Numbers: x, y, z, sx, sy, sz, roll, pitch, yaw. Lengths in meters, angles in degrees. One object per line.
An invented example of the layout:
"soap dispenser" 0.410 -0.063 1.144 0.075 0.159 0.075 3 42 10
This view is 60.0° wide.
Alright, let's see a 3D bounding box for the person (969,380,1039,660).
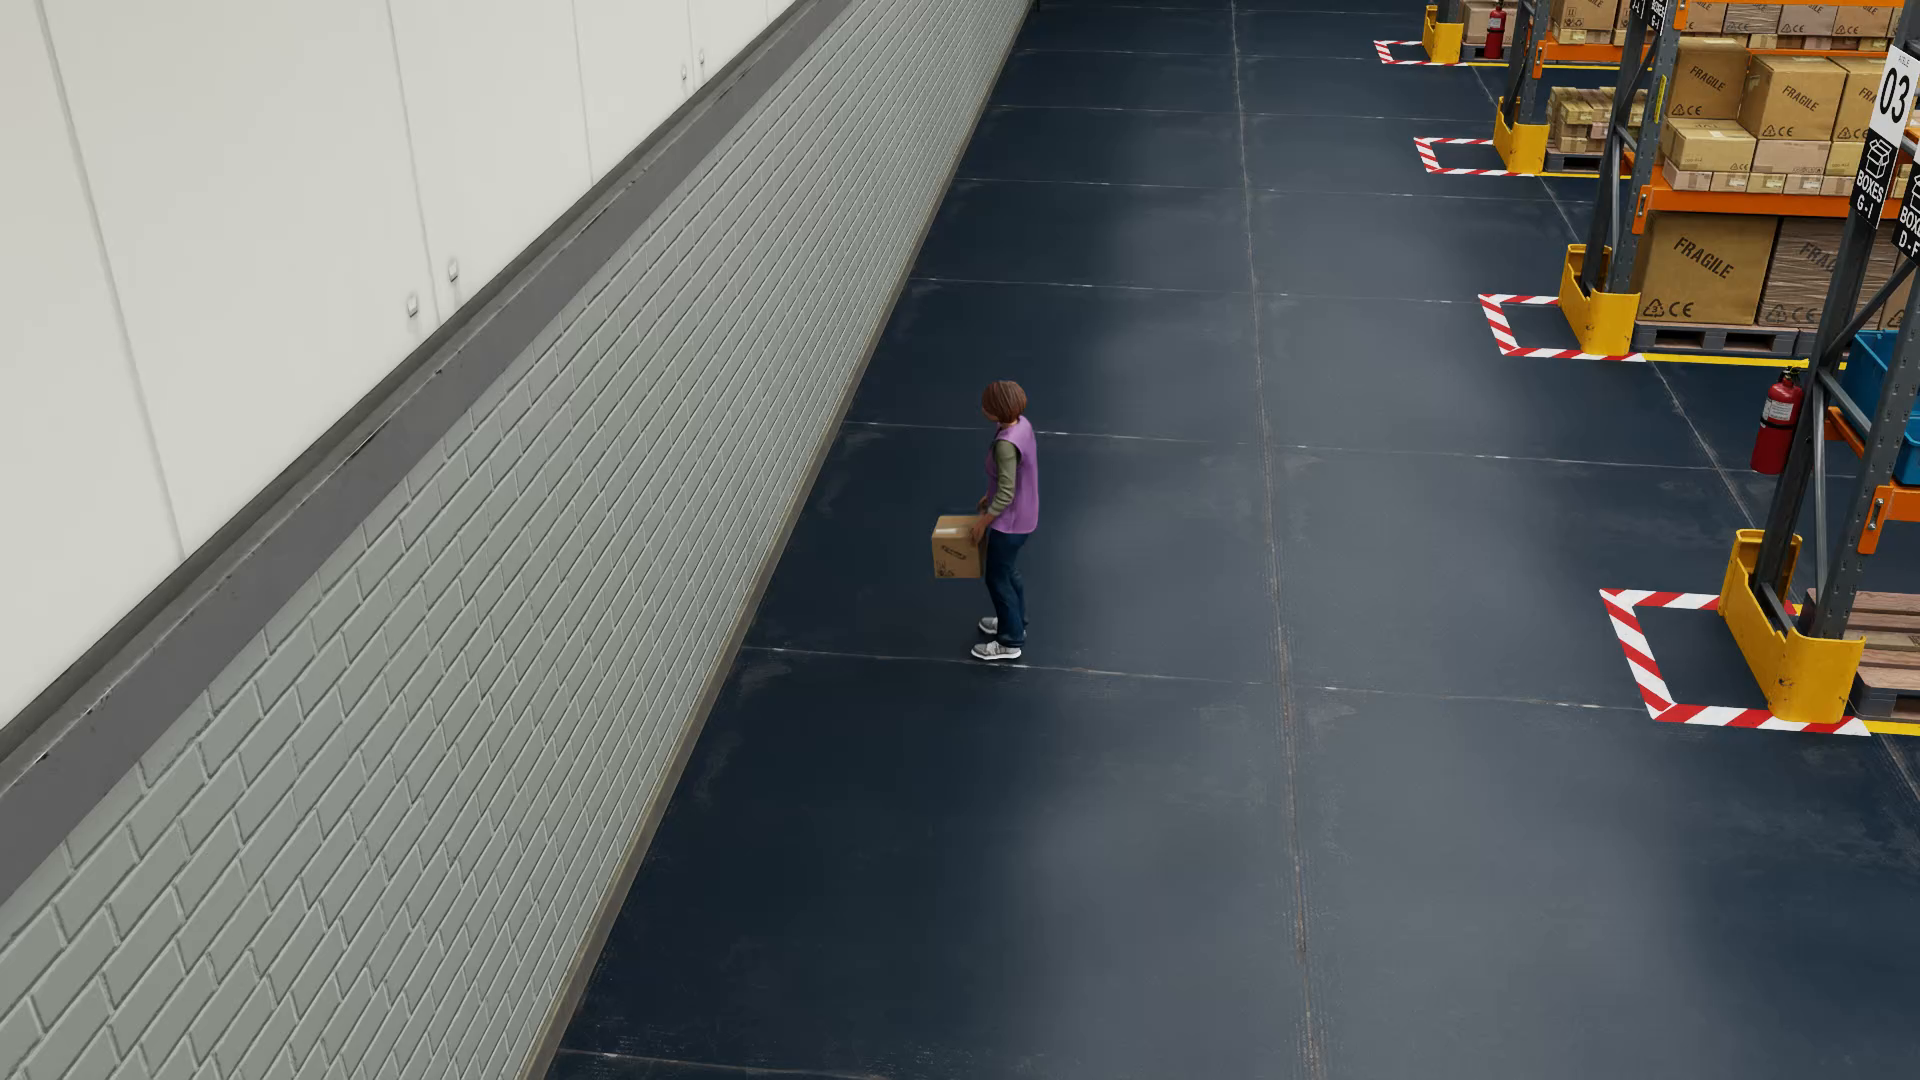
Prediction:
"person" 0.240 -0.109 8.826 0.347 1.600 0.447 4 29 8
